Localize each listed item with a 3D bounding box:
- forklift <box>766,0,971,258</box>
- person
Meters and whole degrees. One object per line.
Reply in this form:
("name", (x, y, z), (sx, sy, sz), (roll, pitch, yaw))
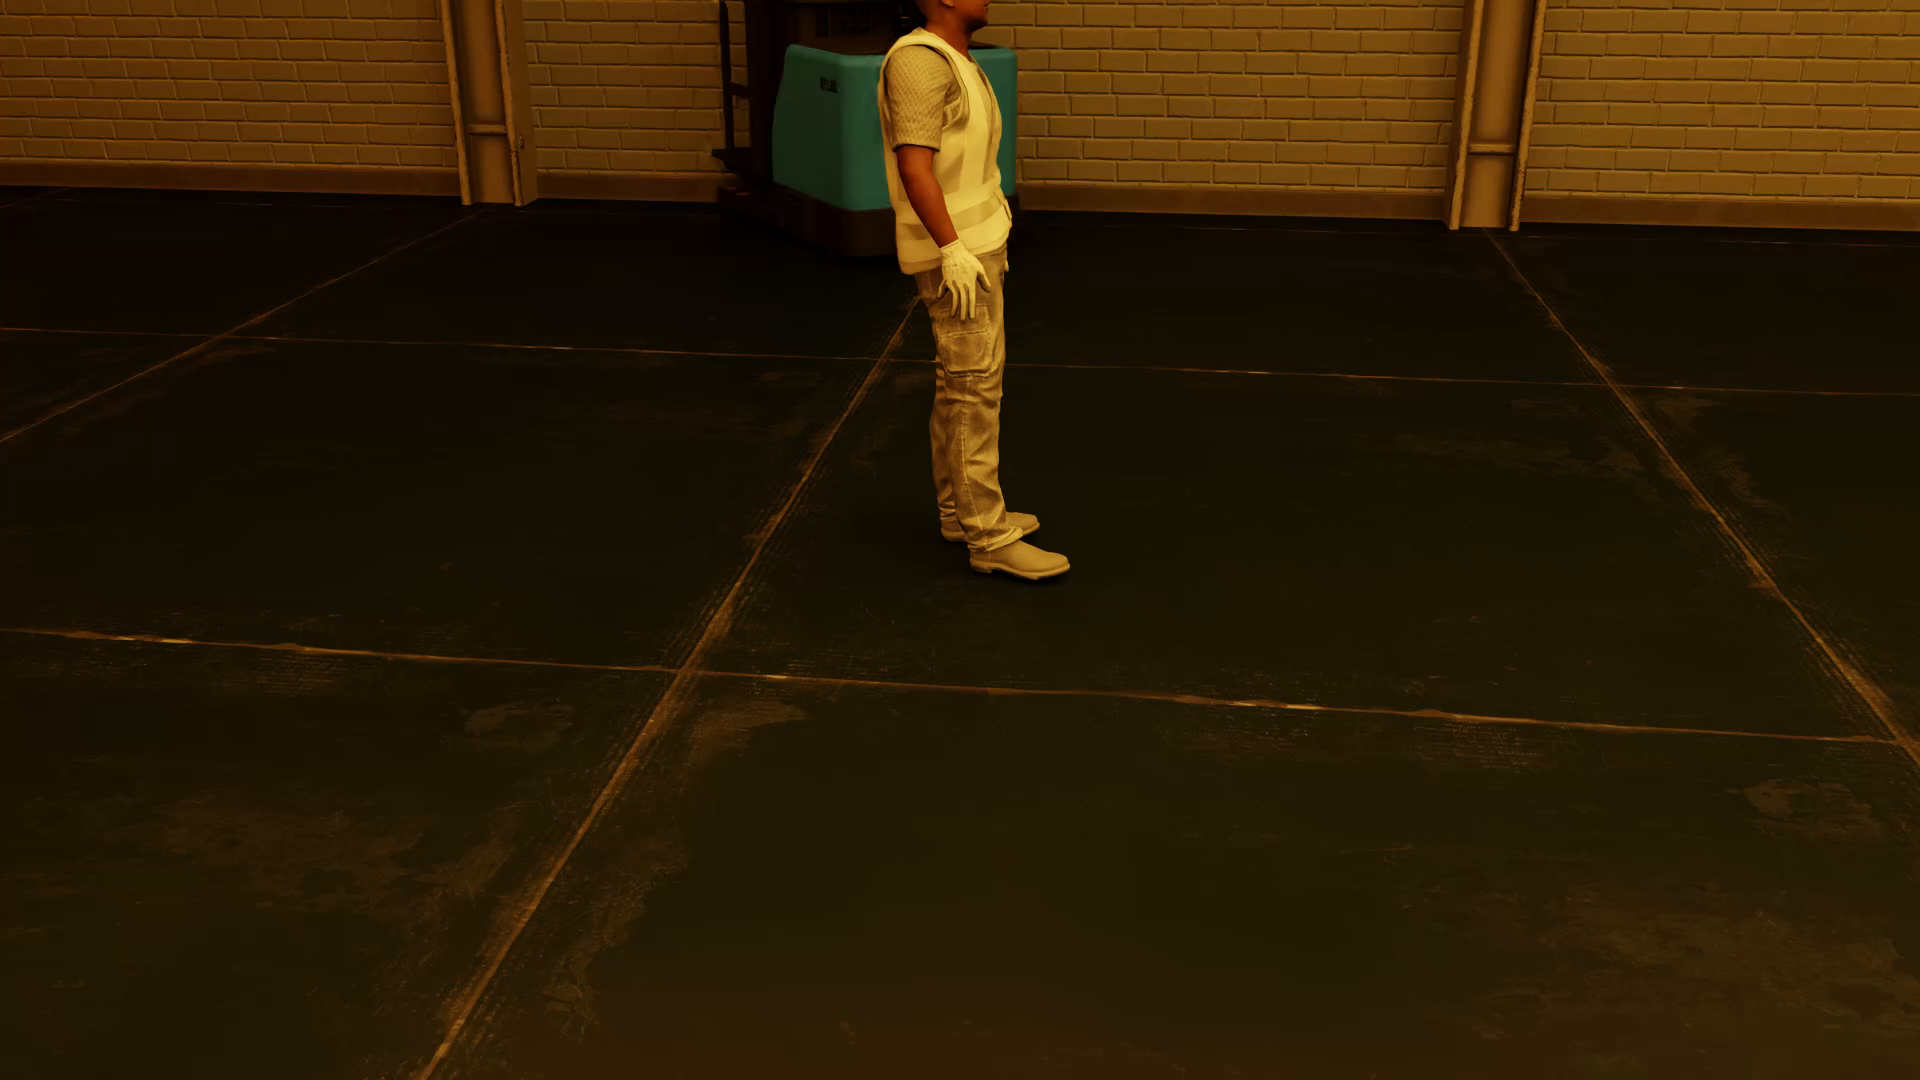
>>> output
("forklift", (-0.573, -3.335, 9.535), (1.130, 2.935, 3.031), (-2, 22, -5))
("person", (0.070, -0.827, 4.824), (0.576, 1.783, 0.657), (3, 22, 7))
